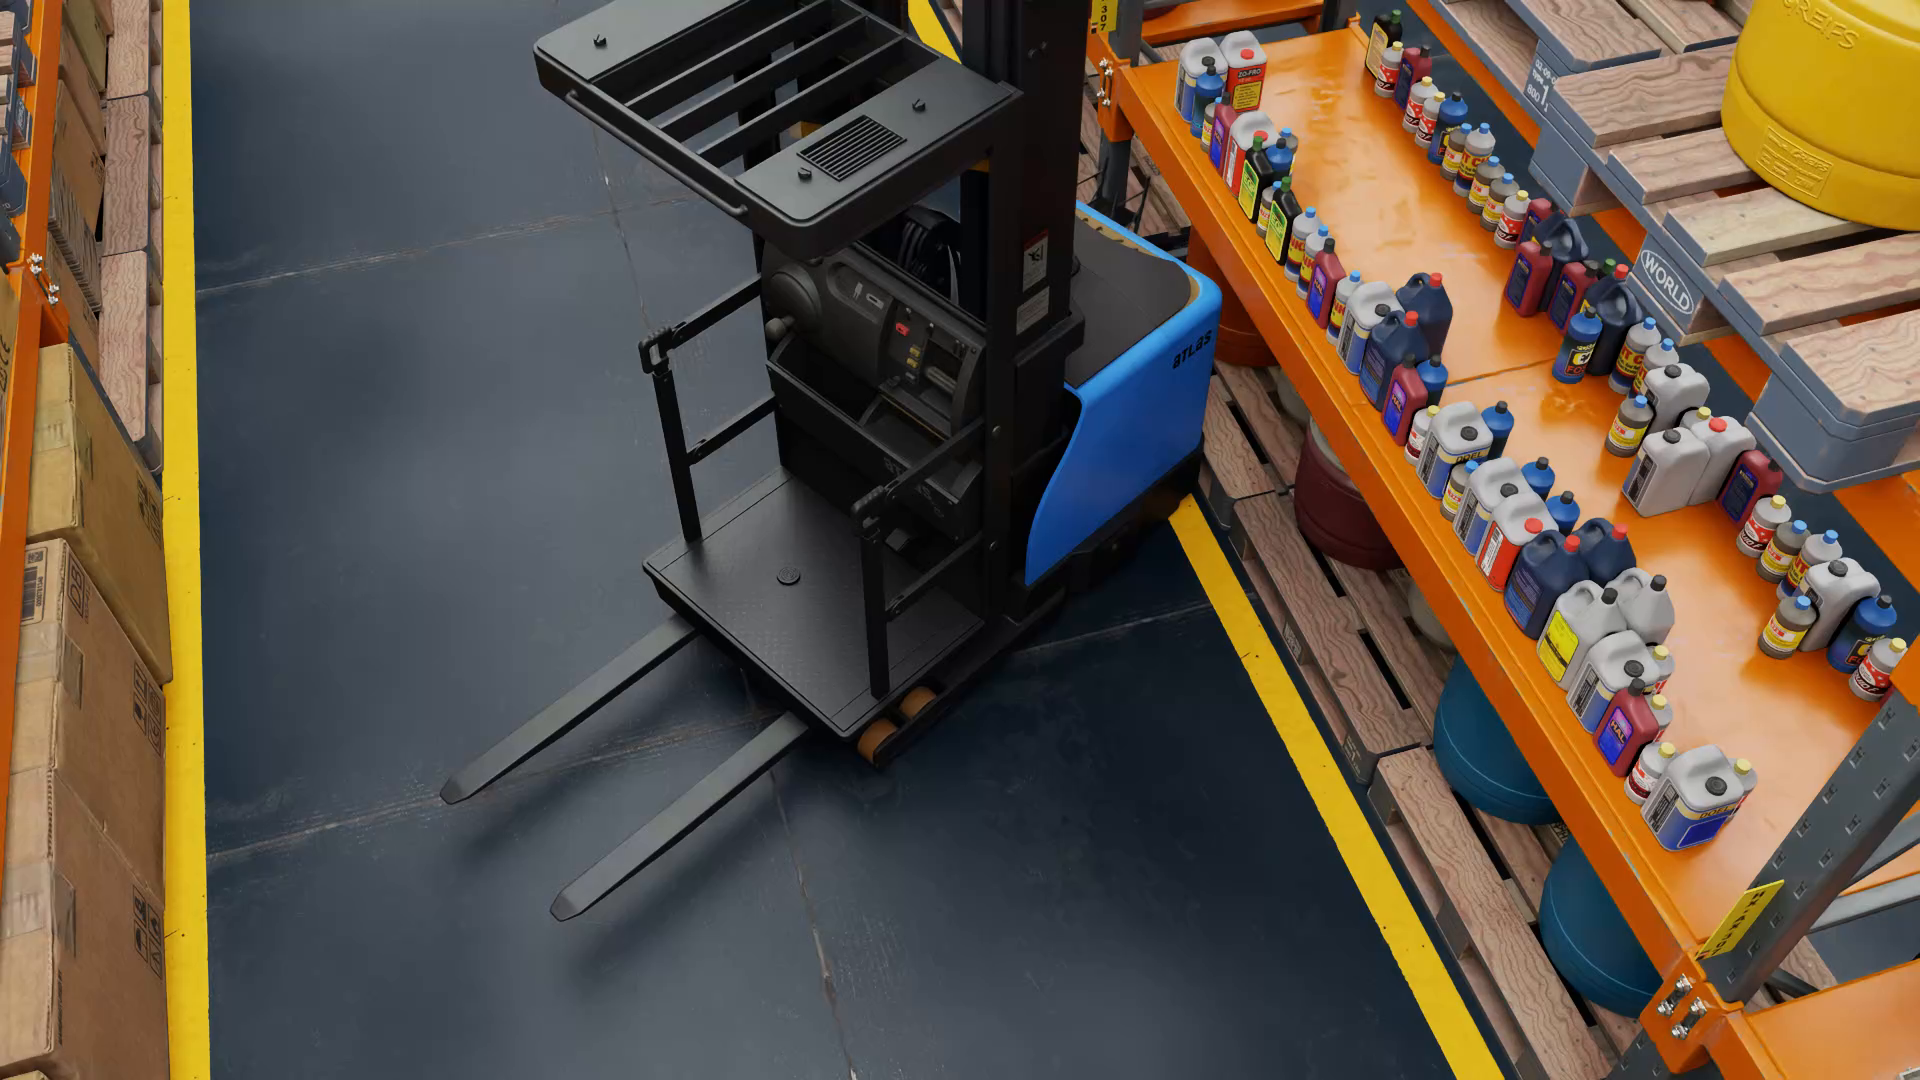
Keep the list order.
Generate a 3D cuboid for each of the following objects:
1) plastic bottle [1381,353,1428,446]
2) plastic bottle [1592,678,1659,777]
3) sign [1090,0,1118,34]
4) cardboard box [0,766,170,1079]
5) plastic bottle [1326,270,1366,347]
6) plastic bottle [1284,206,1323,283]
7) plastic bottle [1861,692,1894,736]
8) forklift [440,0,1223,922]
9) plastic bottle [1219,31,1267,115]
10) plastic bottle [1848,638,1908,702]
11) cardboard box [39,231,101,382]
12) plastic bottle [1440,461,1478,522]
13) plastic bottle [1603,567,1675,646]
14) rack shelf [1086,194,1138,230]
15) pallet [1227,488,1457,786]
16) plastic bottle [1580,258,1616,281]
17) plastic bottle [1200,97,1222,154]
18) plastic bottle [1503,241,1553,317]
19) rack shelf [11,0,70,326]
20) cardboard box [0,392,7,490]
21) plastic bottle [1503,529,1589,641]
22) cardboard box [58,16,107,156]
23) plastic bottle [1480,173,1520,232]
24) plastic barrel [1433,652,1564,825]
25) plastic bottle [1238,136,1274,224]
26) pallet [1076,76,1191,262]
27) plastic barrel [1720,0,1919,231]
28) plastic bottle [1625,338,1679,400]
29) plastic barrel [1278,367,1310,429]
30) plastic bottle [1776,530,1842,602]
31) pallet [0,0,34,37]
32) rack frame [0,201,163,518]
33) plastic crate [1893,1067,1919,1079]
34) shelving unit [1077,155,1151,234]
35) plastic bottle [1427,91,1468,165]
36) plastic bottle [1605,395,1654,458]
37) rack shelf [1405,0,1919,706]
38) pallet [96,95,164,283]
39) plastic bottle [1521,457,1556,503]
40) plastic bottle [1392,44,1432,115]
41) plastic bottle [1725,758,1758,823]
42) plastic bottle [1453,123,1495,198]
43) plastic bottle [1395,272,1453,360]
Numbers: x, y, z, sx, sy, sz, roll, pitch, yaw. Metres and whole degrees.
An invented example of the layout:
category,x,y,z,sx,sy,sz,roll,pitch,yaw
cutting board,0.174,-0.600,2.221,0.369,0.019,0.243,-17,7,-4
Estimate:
category,x,y,z,sx,sy,sz,roll,pitch,yaw
plastic bottle,1.346,-0.426,5.013,0.061,0.283,0.133,-13,51,-11
plastic bottle,1.711,0.477,4.252,0.061,0.283,0.133,-13,51,-11
sign,0.542,-2.032,6.184,0.100,0.325,0.005,-13,51,-11
cardboard box,-2.956,1.366,4.541,1.225,0.875,0.875,-15,51,-12
plastic bottle,1.234,-0.744,5.289,0.097,0.271,0.097,0,50,0
plastic bottle,1.137,-0.984,5.491,0.097,0.271,0.097,0,50,0
plastic bottle,2.442,0.468,4.215,0.144,0.351,0.185,-13,51,-11
forklift,-0.438,-0.603,5.131,1.130,2.935,3.031,37,59,27
plastic bottle,1.030,-1.714,6.104,0.152,0.276,0.135,-13,51,-11
plastic bottle,2.457,0.335,4.426,0.097,0.201,0.097,0,50,0
cardboard box,-3.883,-0.810,6.608,0.700,0.500,0.500,-16,52,-13
plastic bottle,1.466,-0.150,4.834,0.097,0.201,0.097,0,50,0
plastic bottle,1.802,0.198,4.443,0.144,0.351,0.185,-13,51,-11
rack shelf,0.574,-1.283,6.704,0.200,0.077,0.258,32,45,24
pallet,1.696,0.246,6.195,1.003,0.211,1.213,-13,51,-11
plastic bottle,2.025,-0.805,5.333,0.061,0.283,0.133,-13,51,-11
plastic bottle,0.922,-1.494,5.967,0.097,0.201,0.097,0,50,0
plastic bottle,1.848,-0.870,5.388,0.061,0.283,0.133,-13,51,-11
rack shelf,-4.257,-2.218,6.918,1.077,0.370,4.000,-13,51,-11
cardboard box,-3.141,-0.352,4.809,0.500,0.500,0.500,-14,51,-11
plastic bottle,1.609,0.096,4.529,0.144,0.351,0.185,-13,51,-11
cardboard box,-4.399,-2.032,7.638,0.700,0.500,0.500,-17,52,-14
plastic bottle,1.850,-1.162,5.688,0.097,0.201,0.097,0,50,0
plastic barrel,1.895,0.435,5.309,0.600,0.901,0.708,-13,51,-11
plastic bottle,1.018,-1.236,5.696,0.061,0.283,0.133,-13,51,-11
pallet,0.874,-1.785,7.906,1.003,0.211,1.213,-13,51,-11
plastic barrel,1.785,-0.971,3.037,0.600,0.588,0.600,0,50,0
plastic bottle,2.125,-0.507,5.089,0.097,0.271,0.097,0,50,0
plastic barrel,1.479,-0.697,6.518,0.421,0.512,0.421,0,50,0
plastic bottle,2.359,0.072,4.602,0.097,0.271,0.097,0,50,0
pallet,-4.290,-2.364,6.696,1.003,0.211,1.213,-13,51,-11
rack frame,-3.666,-0.989,5.412,1.000,3.000,0.127,-13,51,-11
plastic crate,2.250,1.250,3.657,0.396,0.136,0.243,-13,51,-11
shelving unit,0.541,-1.105,6.856,0.210,0.900,0.258,32,45,24
plastic bottle,1.735,-1.469,5.901,0.097,0.271,0.097,0,50,0
plastic bottle,2.020,-0.352,5.004,0.097,0.201,0.097,0,50,0
rack shelf,1.657,-1.383,4.253,1.077,0.370,4.000,-13,51,-11
pallet,-4.253,-1.551,7.709,1.003,0.211,1.213,-13,51,-11
plastic bottle,1.640,-0.136,4.777,0.097,0.271,0.097,0,50,0
plastic bottle,1.661,-1.704,6.091,0.061,0.283,0.133,-13,51,-11
plastic bottle,1.937,0.620,4.185,0.097,0.201,0.097,0,50,0
plastic bottle,1.793,-1.327,5.781,0.097,0.271,0.097,0,50,0
plastic bottle,1.444,-0.706,5.205,0.144,0.351,0.185,-13,51,-11
